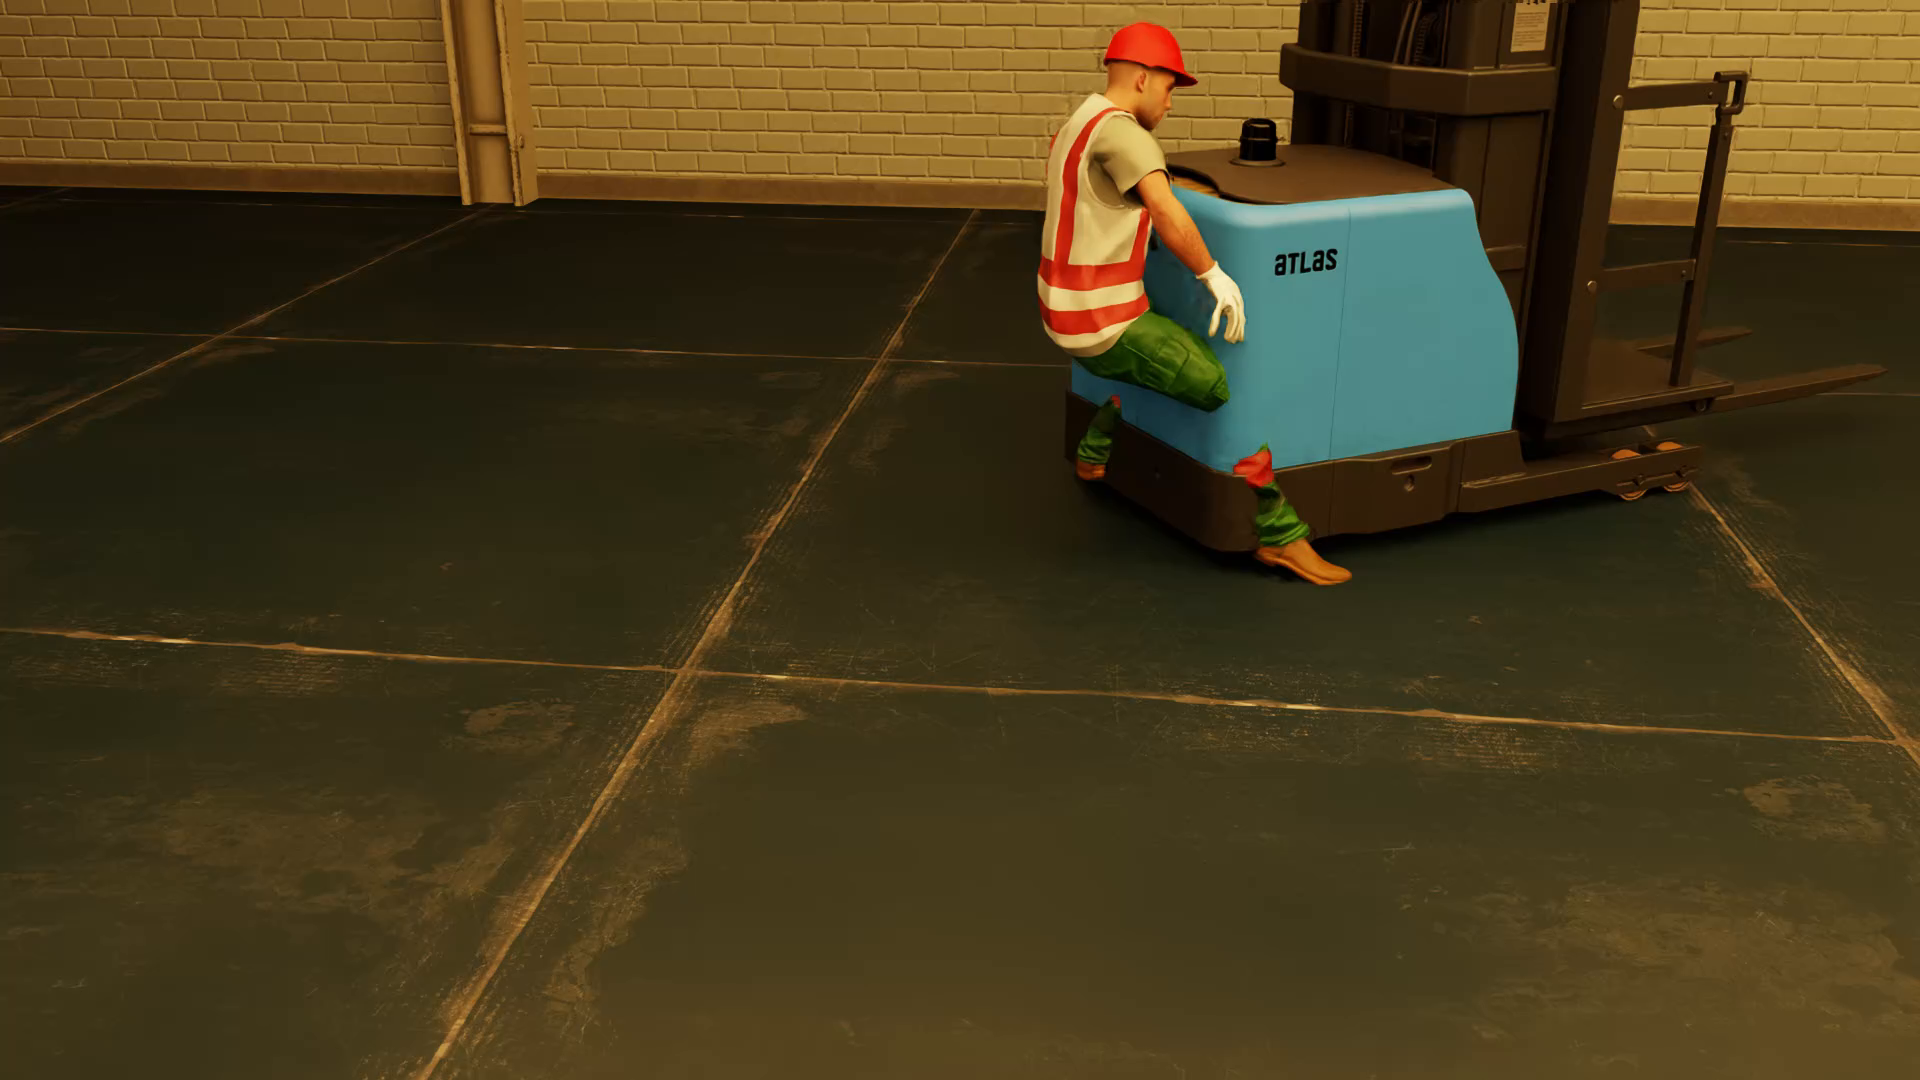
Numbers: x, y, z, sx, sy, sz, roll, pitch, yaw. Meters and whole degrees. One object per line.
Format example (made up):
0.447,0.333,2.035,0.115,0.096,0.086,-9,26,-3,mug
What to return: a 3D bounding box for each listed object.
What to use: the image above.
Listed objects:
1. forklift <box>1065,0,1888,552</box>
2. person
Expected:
1.919,-1.658,5.371,3.031,2.935,1.130,-10,24,-23,forklift
0.673,-0.711,4.919,0.890,1.559,0.954,-2,22,-6,person
